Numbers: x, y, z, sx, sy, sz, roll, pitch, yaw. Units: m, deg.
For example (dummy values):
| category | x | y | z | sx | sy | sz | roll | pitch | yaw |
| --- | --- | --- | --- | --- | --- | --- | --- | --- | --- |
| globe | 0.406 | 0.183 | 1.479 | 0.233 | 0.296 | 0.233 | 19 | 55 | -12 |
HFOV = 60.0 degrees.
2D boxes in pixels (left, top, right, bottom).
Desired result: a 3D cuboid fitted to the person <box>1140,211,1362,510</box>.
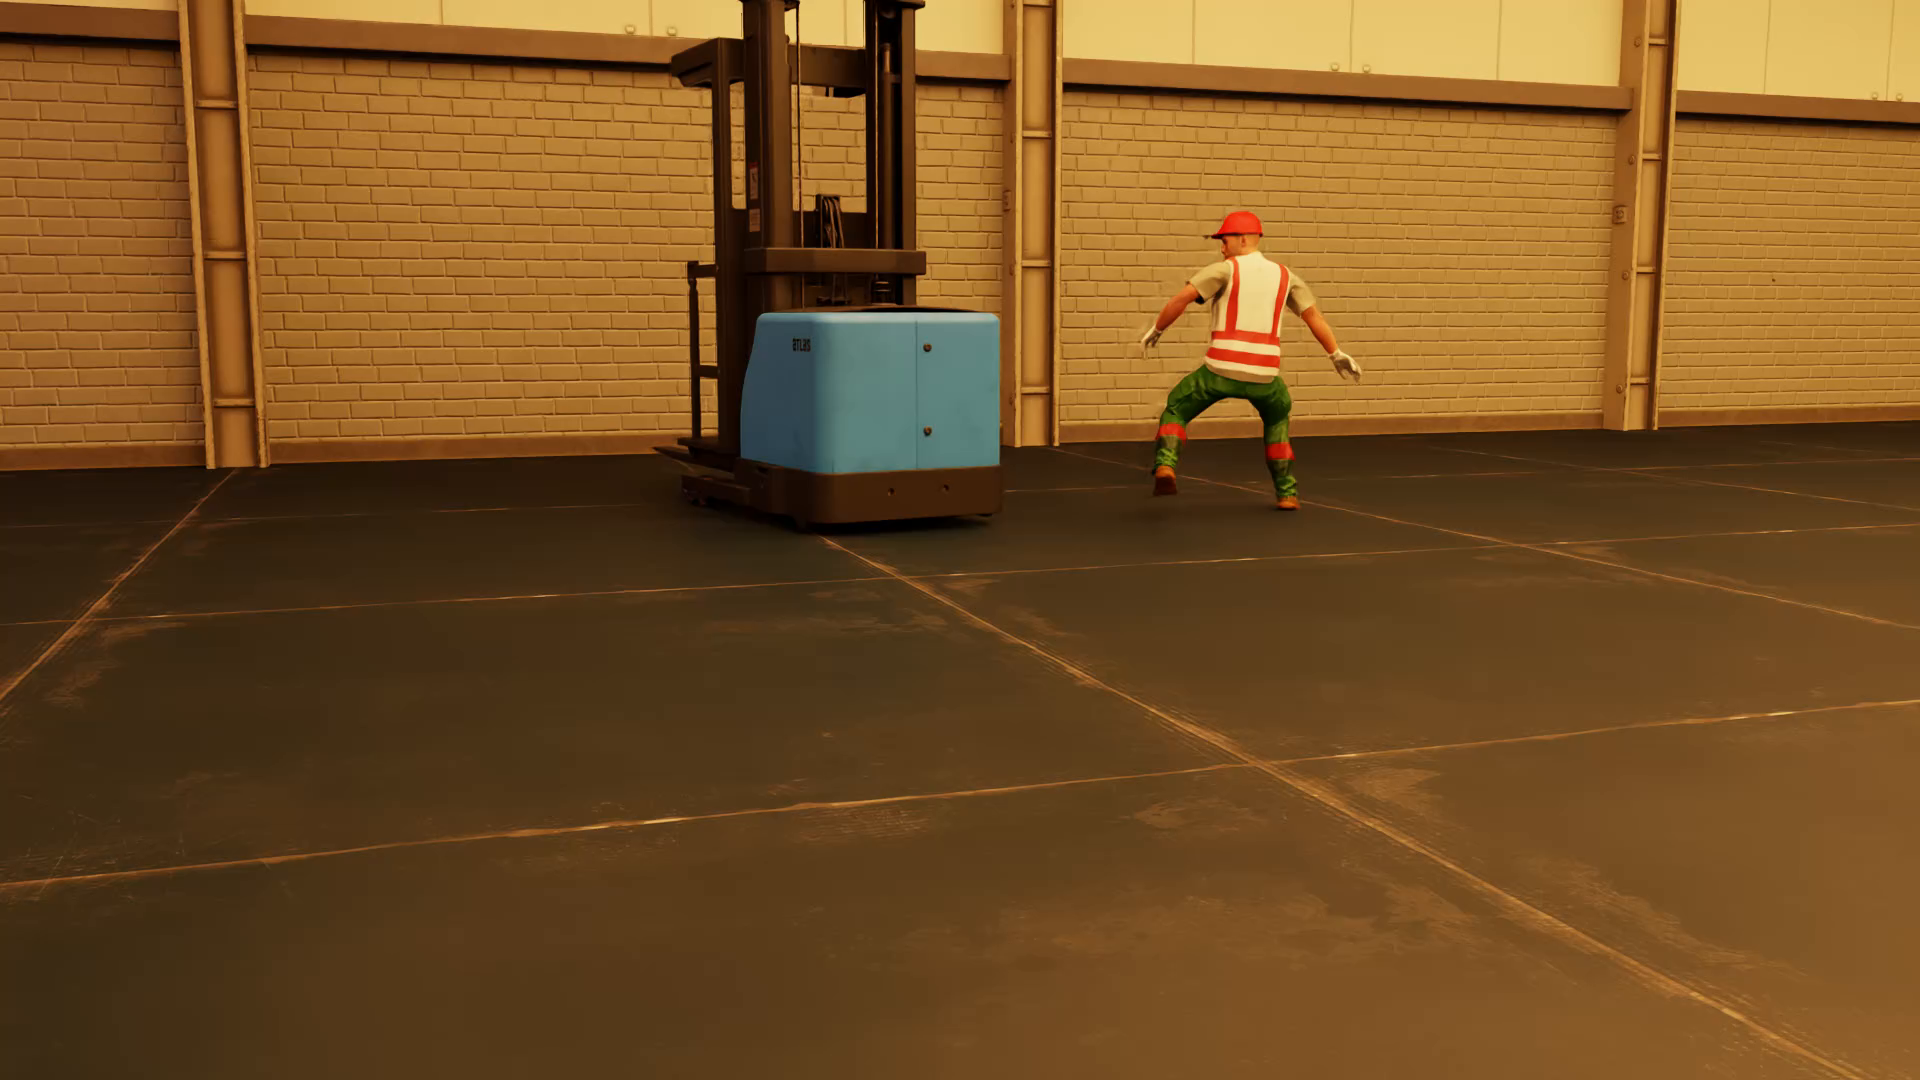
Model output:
| category | x | y | z | sx | sy | sz | roll | pitch | yaw |
| --- | --- | --- | --- | --- | --- | --- | --- | --- | --- |
| person | 1.569 | -0.934 | 8.992 | 1.189 | 1.663 | 0.511 | -1 | 8 | -9 |

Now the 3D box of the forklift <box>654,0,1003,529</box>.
| category | x | y | z | sx | sy | sz | roll | pitch | yaw |
| --- | --- | --- | --- | --- | --- | --- | --- | --- | --- |
| forklift | -0.934 | -1.667 | 9.303 | 1.130 | 2.935 | 3.031 | -4 | 9 | -29 |
